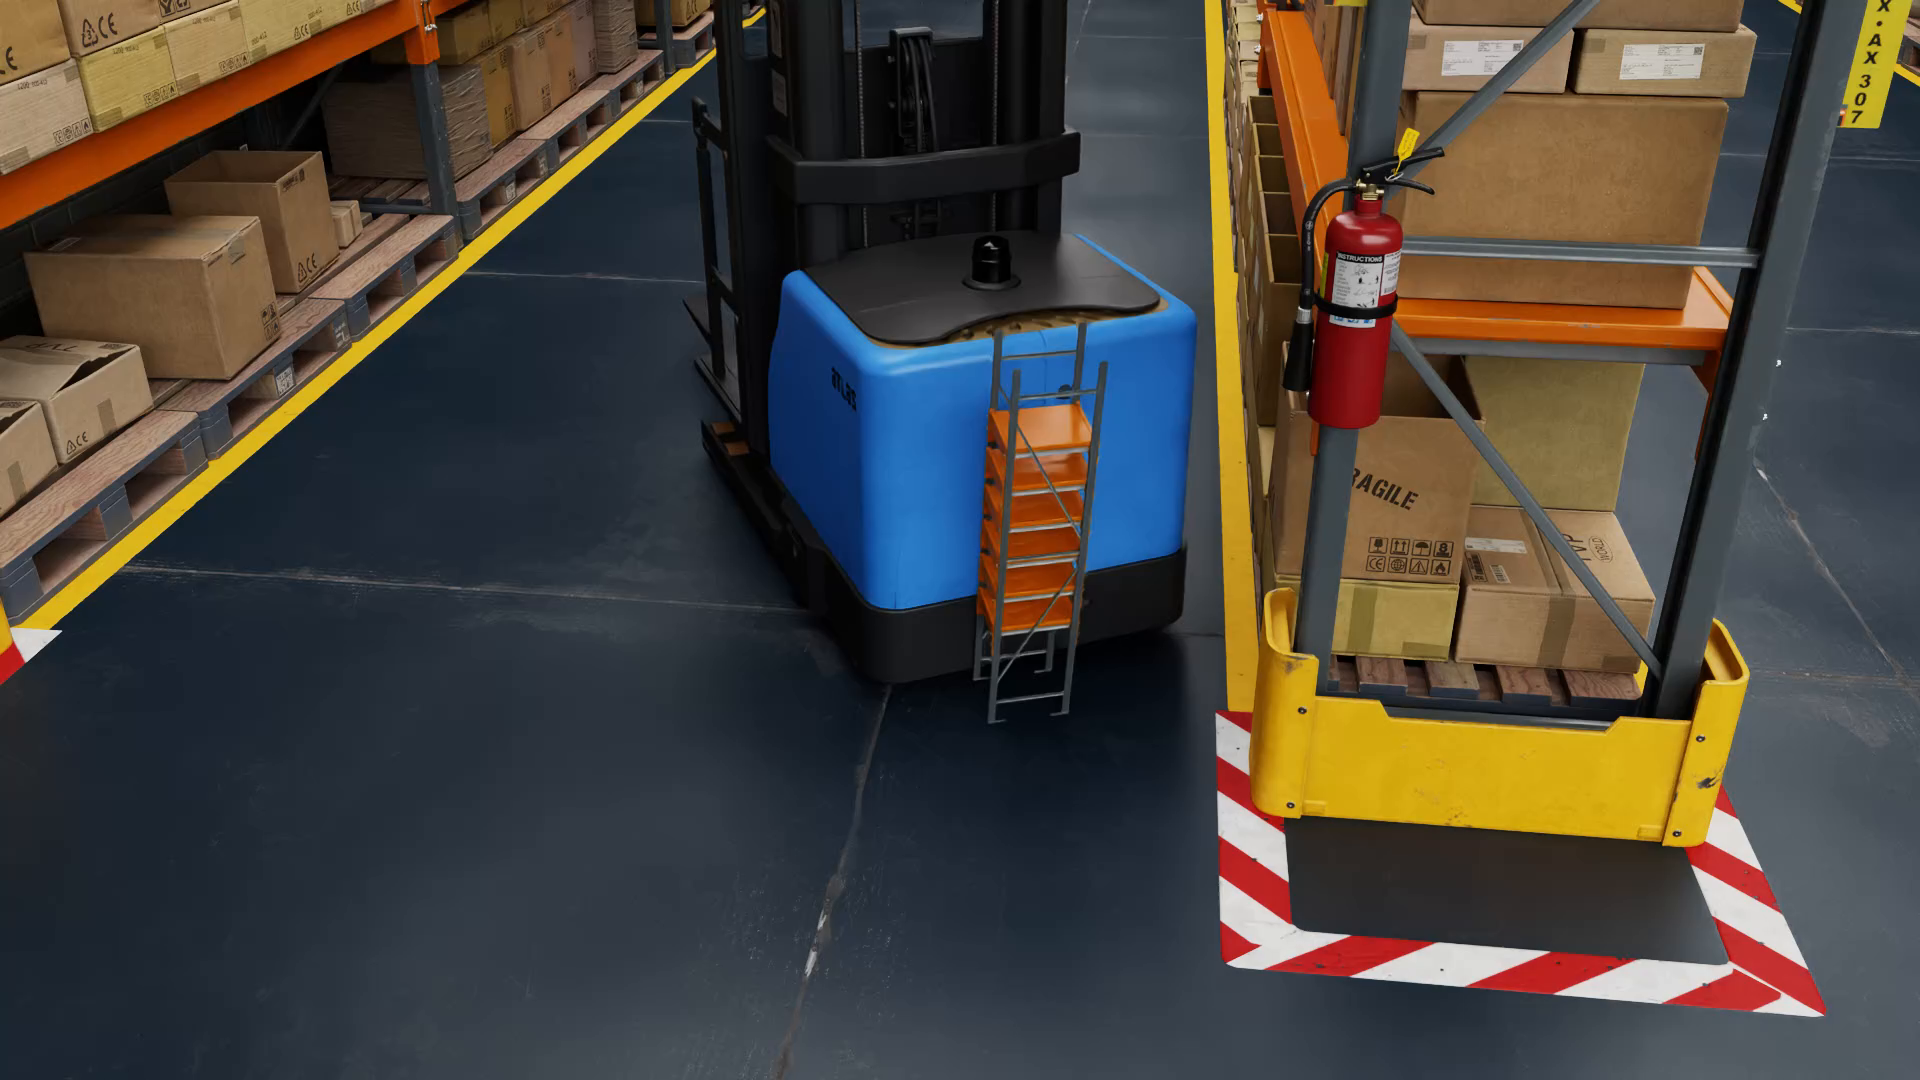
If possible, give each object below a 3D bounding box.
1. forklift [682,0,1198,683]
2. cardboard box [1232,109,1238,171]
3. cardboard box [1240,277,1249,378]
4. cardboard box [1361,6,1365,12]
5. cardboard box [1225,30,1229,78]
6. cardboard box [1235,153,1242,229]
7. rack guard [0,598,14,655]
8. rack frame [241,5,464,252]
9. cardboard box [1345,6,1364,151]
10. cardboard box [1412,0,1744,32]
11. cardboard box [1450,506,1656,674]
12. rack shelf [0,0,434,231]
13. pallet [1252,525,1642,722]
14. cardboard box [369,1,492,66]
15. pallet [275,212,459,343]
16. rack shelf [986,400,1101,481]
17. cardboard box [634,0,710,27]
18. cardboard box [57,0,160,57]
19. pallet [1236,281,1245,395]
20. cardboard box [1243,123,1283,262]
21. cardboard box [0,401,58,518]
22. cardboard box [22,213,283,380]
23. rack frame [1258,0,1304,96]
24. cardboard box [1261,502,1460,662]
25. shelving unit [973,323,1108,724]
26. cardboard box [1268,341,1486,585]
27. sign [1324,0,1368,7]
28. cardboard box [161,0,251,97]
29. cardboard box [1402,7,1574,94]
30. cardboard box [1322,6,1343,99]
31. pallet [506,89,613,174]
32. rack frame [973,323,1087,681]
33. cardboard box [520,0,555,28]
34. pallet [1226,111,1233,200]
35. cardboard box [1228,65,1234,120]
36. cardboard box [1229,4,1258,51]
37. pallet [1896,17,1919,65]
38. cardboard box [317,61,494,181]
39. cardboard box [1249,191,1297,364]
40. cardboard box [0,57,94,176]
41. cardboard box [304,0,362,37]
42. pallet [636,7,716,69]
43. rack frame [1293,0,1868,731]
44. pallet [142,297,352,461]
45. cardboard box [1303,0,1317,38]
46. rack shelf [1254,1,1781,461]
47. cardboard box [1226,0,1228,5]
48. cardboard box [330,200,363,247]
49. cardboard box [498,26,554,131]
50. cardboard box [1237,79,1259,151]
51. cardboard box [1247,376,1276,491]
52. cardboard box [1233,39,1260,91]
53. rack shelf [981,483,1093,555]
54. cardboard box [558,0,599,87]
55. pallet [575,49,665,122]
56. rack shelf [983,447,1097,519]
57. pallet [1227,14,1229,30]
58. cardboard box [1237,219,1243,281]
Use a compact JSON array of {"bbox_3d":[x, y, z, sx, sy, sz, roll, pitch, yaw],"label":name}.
[{"bbox_3d":[-0.328,-1.554,5.545,1.130,2.935,3.031,-11,30,-19],"label":"forklift"},{"bbox_3d":[1.757,-2.201,9.128,0.500,0.250,0.500,4,29,7],"label":"cardboard box"},{"bbox_3d":[1.378,-0.839,6.601,0.500,0.250,0.500,3,28,6],"label":"cardboard box"},{"bbox_3d":[1.331,-1.535,4.647,0.380,0.149,0.250,4,29,7],"label":"cardboard box"},{"bbox_3d":[2.003,-3.163,10.915,0.500,0.250,0.500,3,28,6],"label":"cardboard box"},{"bbox_3d":[1.631,-1.722,8.240,0.500,0.250,0.500,3,28,6],"label":"cardboard box"},{"bbox_3d":[-3.529,0.126,4.989,1.175,0.500,0.348,3,28,6],"label":"rack guard"},{"bbox_3d":[-3.048,-2.822,7.825,1.000,3.000,0.127,3,28,6],"label":"rack frame"},{"bbox_3d":[1.574,-1.396,5.074,0.700,0.500,0.500,4,29,7],"label":"cardboard box"},{"bbox_3d":[1.455,-1.512,3.920,0.700,0.500,0.500,3,29,6],"label":"cardboard box"},{"bbox_3d":[1.665,0.134,4.796,0.500,0.250,0.500,3,28,6],"label":"cardboard box"},{"bbox_3d":[-3.294,-1.563,6.248,1.077,0.370,4.000,3,28,6],"label":"rack shelf"},{"bbox_3d":[1.430,0.213,5.133,1.003,0.211,1.213,3,28,6],"label":"pallet"},{"bbox_3d":[-2.924,-2.800,9.165,0.500,0.250,0.500,3,28,5],"label":"cardboard box"},{"bbox_3d":[-3.096,-1.276,7.895,1.003,0.211,1.213,3,28,6],"label":"pallet"},{"bbox_3d":[0.213,-0.258,4.293,0.258,0.103,0.180,-6,39,-11],"label":"rack shelf"},{"bbox_3d":[-2.338,-4.281,12.358,0.750,0.750,0.750,3,28,6],"label":"cardboard box"},{"bbox_3d":[-3.042,-1.894,5.449,0.500,0.500,0.500,2,28,5],"label":"cardboard box"},{"bbox_3d":[1.729,-0.936,7.265,1.003,0.211,1.213,3,28,6],"label":"pallet"},{"bbox_3d":[1.447,-1.404,6.859,0.500,0.500,0.500,3,28,6],"label":"cardboard box"},{"bbox_3d":[-3.364,-0.269,5.458,0.500,0.311,0.500,0,28,0],"label":"cardboard box"},{"bbox_3d":[-3.155,-0.963,6.547,0.700,0.500,0.500,2,28,3],"label":"cardboard box"},{"bbox_3d":[1.868,-2.535,7.294,1.000,3.000,0.127,3,28,6],"label":"rack frame"},{"bbox_3d":[1.151,0.103,4.852,0.500,0.250,0.500,3,28,6],"label":"cardboard box"},{"bbox_3d":[0.200,-0.011,4.489,0.258,1.200,0.189,-6,39,-11],"label":"shelving unit"},{"bbox_3d":[1.149,-0.227,4.674,0.500,0.500,0.500,3,28,6],"label":"cardboard box"},{"bbox_3d":[0.841,-1.305,3.538,0.100,0.325,0.005,3,28,6],"label":"sign"},{"bbox_3d":[-2.982,-1.815,6.094,0.500,0.250,0.500,4,29,7],"label":"cardboard box"},{"bbox_3d":[1.236,-1.173,3.975,0.380,0.149,0.250,3,28,5],"label":"cardboard box"},{"bbox_3d":[1.697,-1.886,5.982,0.700,0.500,0.500,4,29,7],"label":"cardboard box"},{"bbox_3d":[-2.808,-2.536,10.235,1.003,0.211,1.213,3,28,6],"label":"pallet"},{"bbox_3d":[0.180,-0.067,4.558,0.240,1.200,0.006,-6,39,-11],"label":"rack frame"},{"bbox_3d":[-2.785,-3.279,10.054,0.500,0.250,0.500,3,28,6],"label":"cardboard box"},{"bbox_3d":[2.067,-2.233,9.672,1.003,0.211,1.213,3,28,6],"label":"pallet"},{"bbox_3d":[1.884,-2.681,10.021,0.500,0.250,0.500,3,28,5],"label":"cardboard box"},{"bbox_3d":[1.947,-3.162,10.322,0.500,0.311,0.500,3,28,5],"label":"cardboard box"},{"bbox_3d":[7.481,-3.847,12.669,1.003,0.211,1.213,3,28,6],"label":"pallet"},{"bbox_3d":[-2.975,-2.262,8.958,0.700,0.500,0.500,4,29,8],"label":"cardboard box"},{"bbox_3d":[1.319,-0.934,5.986,0.500,0.500,0.500,3,28,6],"label":"cardboard box"},{"bbox_3d":[-3.114,-1.338,5.208,0.500,0.250,0.500,2,28,5],"label":"cardboard box"},{"bbox_3d":[-2.875,-2.290,6.974,0.500,0.250,0.500,3,29,6],"label":"cardboard box"},{"bbox_3d":[-2.387,-3.843,12.662,1.003,0.211,1.213,3,28,6],"label":"pallet"},{"bbox_3d":[1.378,-0.653,3.799,1.000,3.000,0.127,3,28,6],"label":"rack frame"},{"bbox_3d":[-3.243,-0.700,6.826,1.003,0.211,1.213,3,28,6],"label":"pallet"},{"bbox_3d":[1.820,-2.370,6.881,0.700,0.500,0.500,3,28,5],"label":"cardboard box"},{"bbox_3d":[1.623,-1.277,5.717,1.077,0.370,4.000,3,28,6],"label":"rack shelf"},{"bbox_3d":[2.362,-4.456,13.031,0.500,0.500,0.500,2,28,4],"label":"cardboard box"},{"bbox_3d":[-3.084,-1.514,7.922,0.380,0.166,0.250,0,28,0],"label":"cardboard box"},{"bbox_3d":[-2.859,-2.746,9.856,0.700,0.500,0.500,4,29,7],"label":"cardboard box"},{"bbox_3d":[1.691,-2.209,8.553,0.500,0.311,0.500,4,29,8],"label":"cardboard box"},{"bbox_3d":[1.260,-0.368,5.727,0.500,0.250,0.500,3,28,6],"label":"cardboard box"},{"bbox_3d":[1.820,-2.680,9.428,0.500,0.311,0.500,3,28,6],"label":"cardboard box"},{"bbox_3d":[0.203,-0.070,4.442,0.258,0.103,0.180,-6,39,-11],"label":"rack shelf"},{"bbox_3d":[-2.773,-3.220,10.736,0.700,0.500,0.500,3,28,6],"label":"cardboard box"},{"bbox_3d":[-2.656,-3.109,11.298,1.003,0.211,1.213,3,28,6],"label":"pallet"},{"bbox_3d":[0.208,-0.164,4.367,0.258,0.103,0.180,-6,39,-11],"label":"rack shelf"},{"bbox_3d":[2.639,-4.112,13.161,1.003,0.211,1.213,3,28,6],"label":"pallet"},{"bbox_3d":[1.511,-1.309,7.474,0.500,0.250,0.500,3,28,6],"label":"cardboard box"}]
